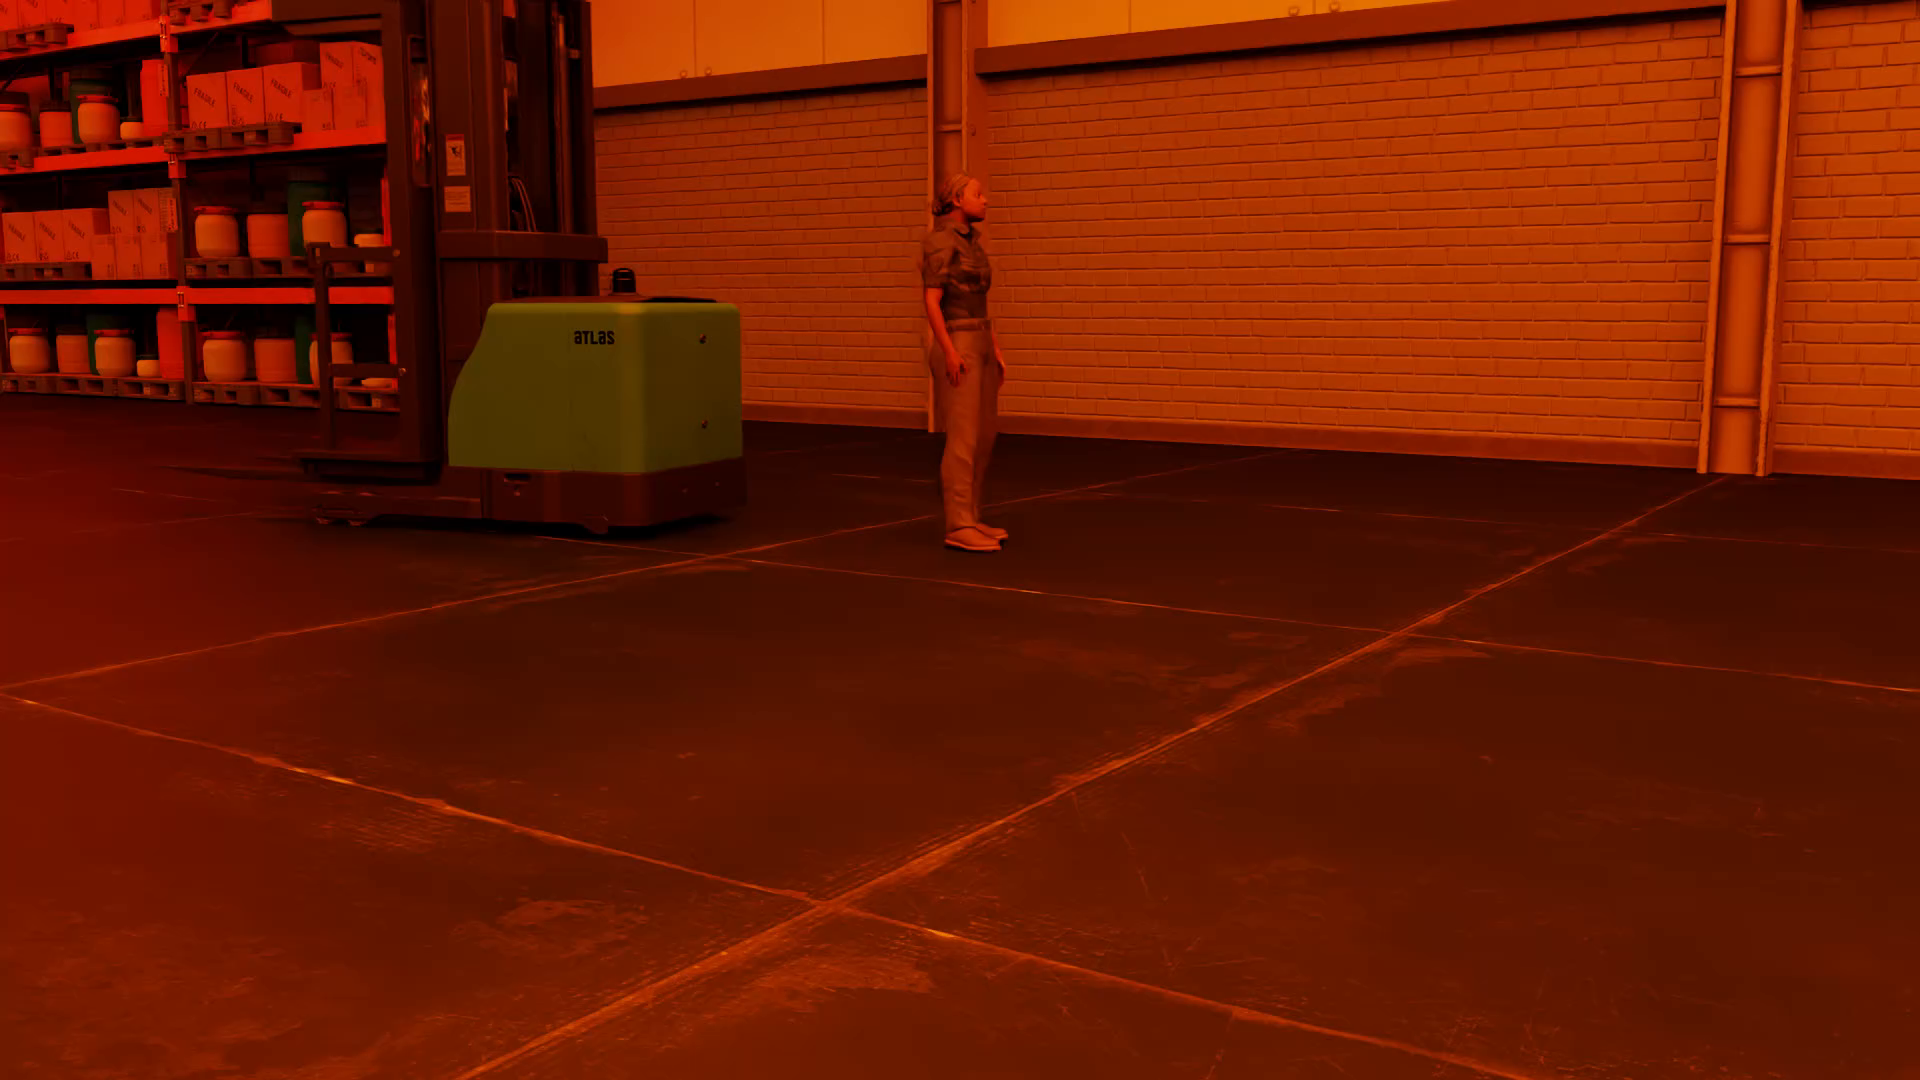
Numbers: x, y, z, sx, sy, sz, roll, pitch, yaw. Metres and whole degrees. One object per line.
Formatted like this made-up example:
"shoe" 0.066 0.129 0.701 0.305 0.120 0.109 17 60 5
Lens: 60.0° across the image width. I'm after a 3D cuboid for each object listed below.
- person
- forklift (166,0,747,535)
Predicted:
"person" 0.067 -0.807 7.432 0.456 1.655 0.616 3 9 23
"forklift" -2.645 -1.582 8.317 3.031 2.935 1.130 3 9 21
